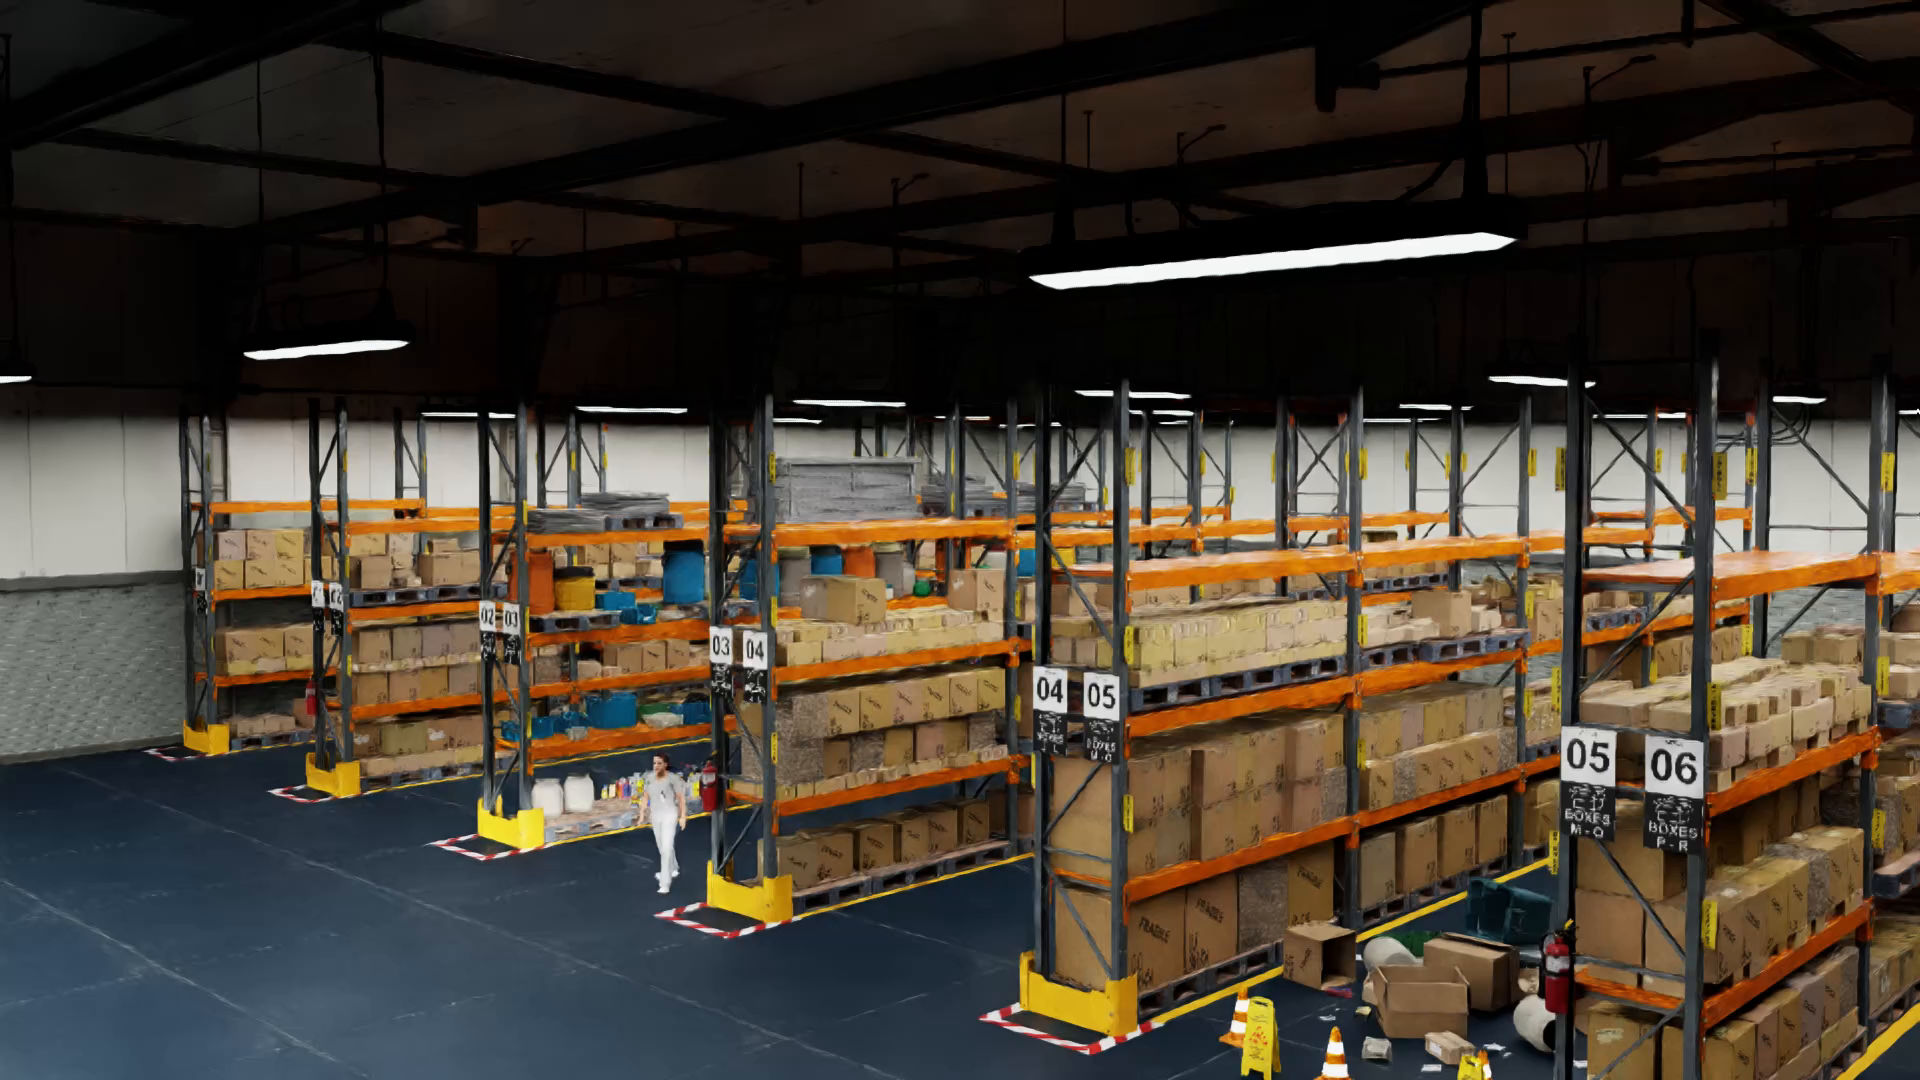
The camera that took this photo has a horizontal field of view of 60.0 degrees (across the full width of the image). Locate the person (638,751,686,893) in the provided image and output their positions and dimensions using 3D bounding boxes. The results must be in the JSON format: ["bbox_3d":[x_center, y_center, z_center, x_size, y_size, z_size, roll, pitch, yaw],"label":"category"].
[{"bbox_3d":[-3.519,3.309,19.767,0.535,1.624,0.877,1,3,24],"label":"person"}]
